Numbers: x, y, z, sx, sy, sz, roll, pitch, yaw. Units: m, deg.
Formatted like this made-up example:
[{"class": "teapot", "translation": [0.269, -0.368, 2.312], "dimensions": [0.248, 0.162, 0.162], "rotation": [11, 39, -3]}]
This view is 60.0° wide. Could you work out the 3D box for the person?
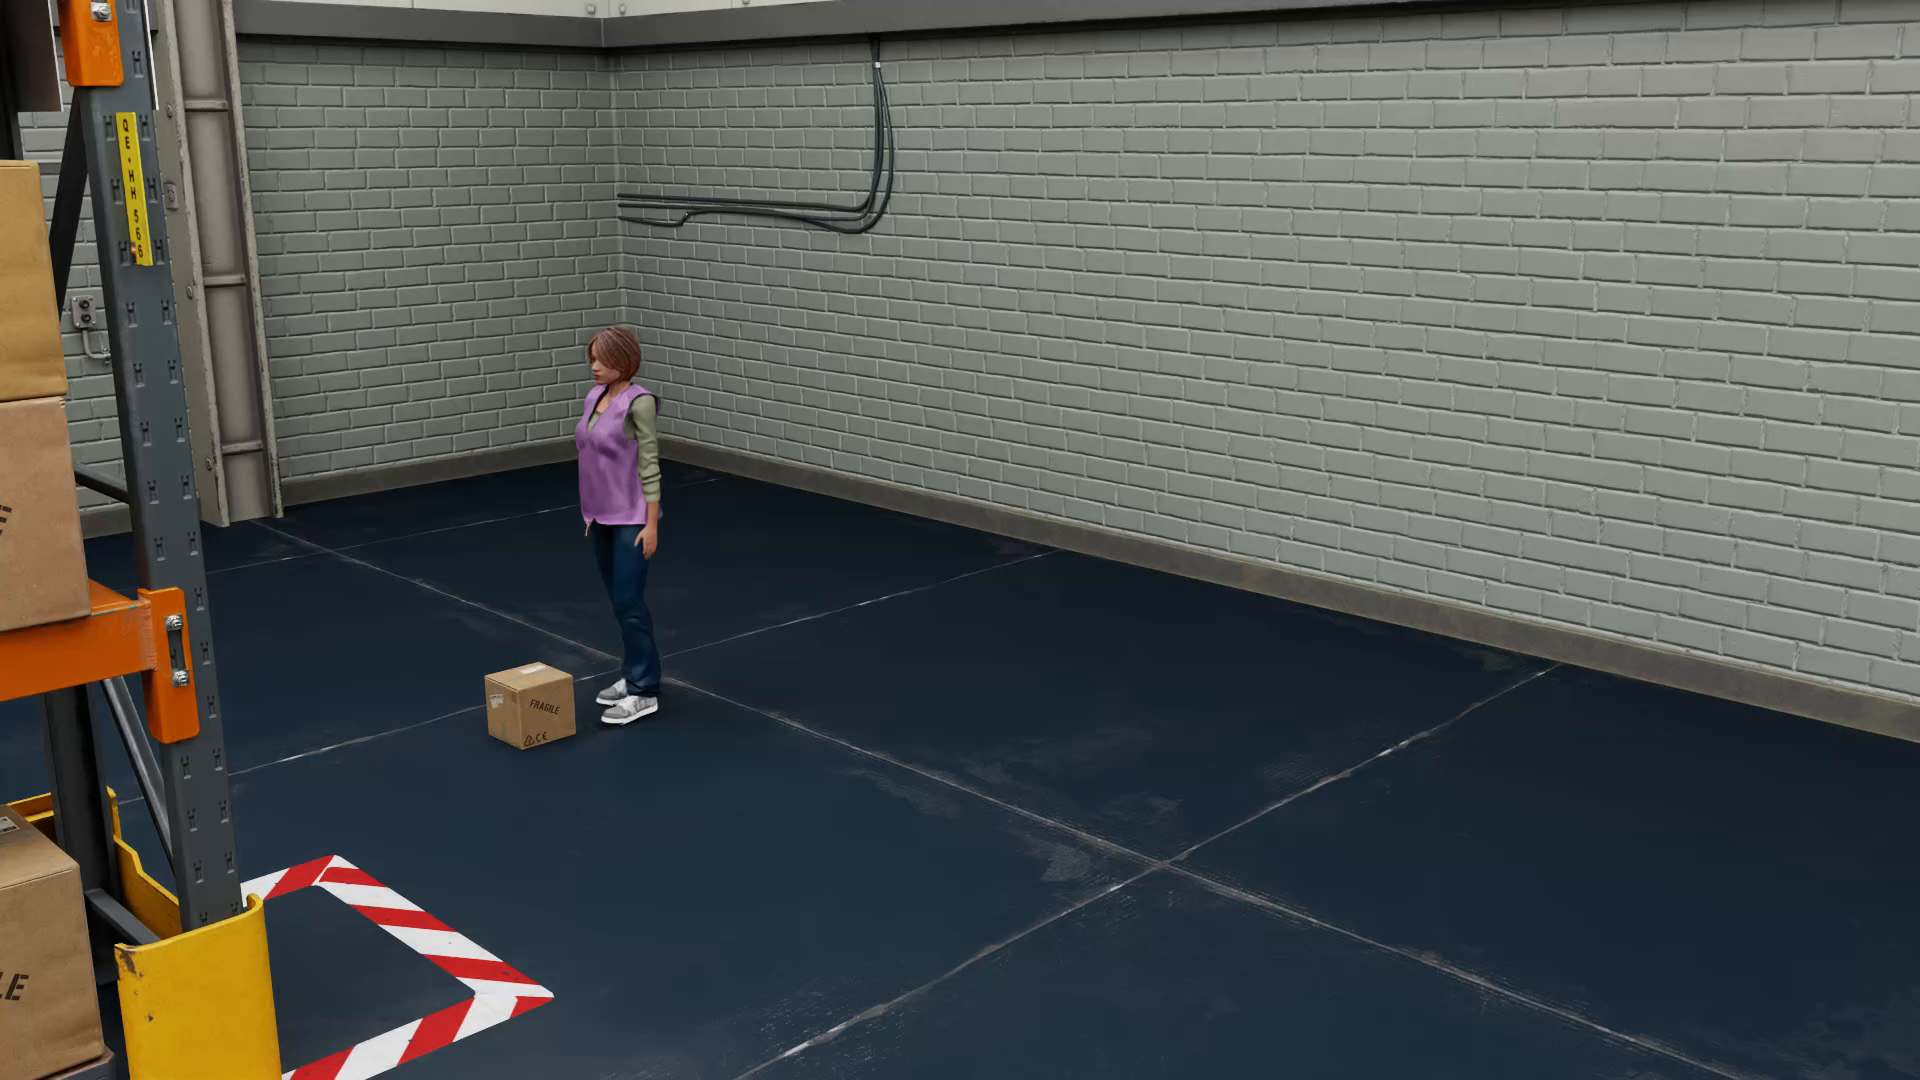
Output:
[{"class": "person", "translation": [-1.391, -0.070, 6.792], "dimensions": [0.409, 1.600, 0.418], "rotation": [-14, 19, -43]}]
